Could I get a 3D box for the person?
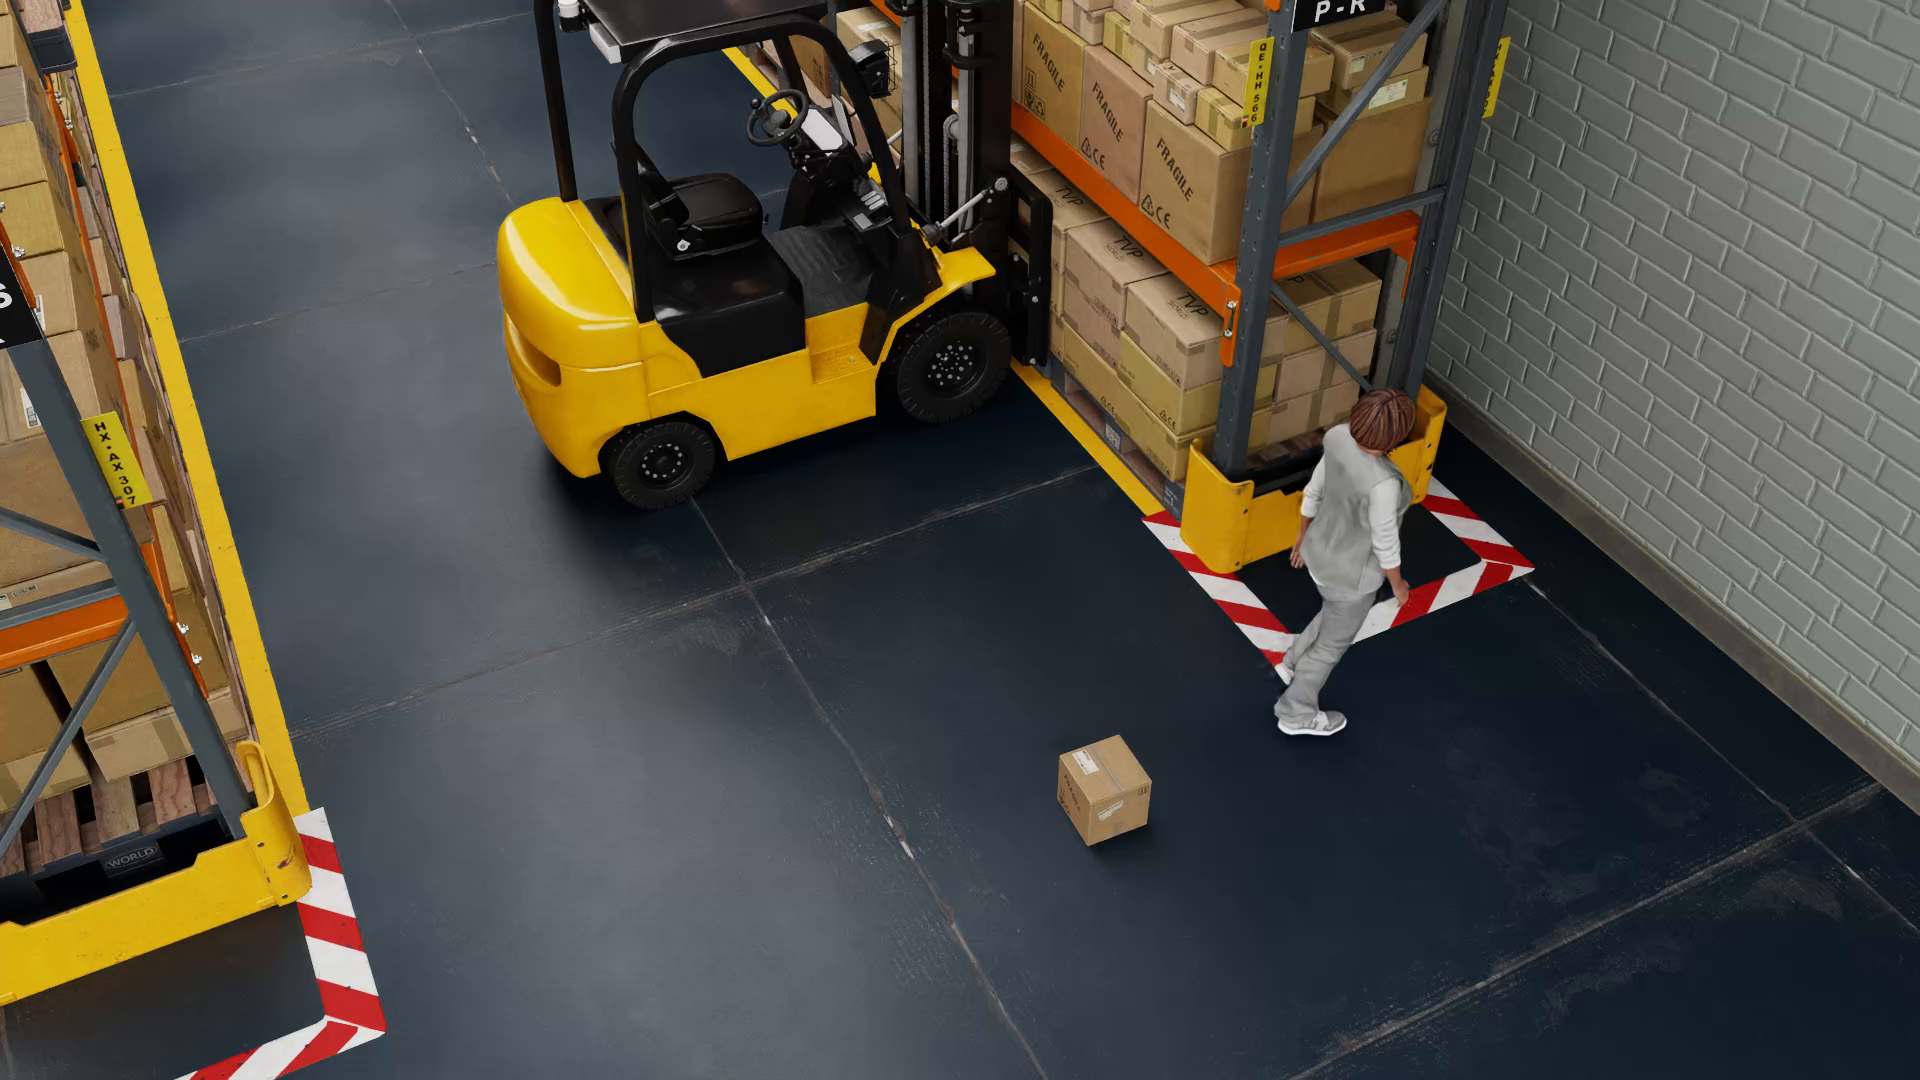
[{"bbox_3d":[1.409,0.095,6.039,0.427,1.611,0.420,-9,43,-10],"label":"person"}]
